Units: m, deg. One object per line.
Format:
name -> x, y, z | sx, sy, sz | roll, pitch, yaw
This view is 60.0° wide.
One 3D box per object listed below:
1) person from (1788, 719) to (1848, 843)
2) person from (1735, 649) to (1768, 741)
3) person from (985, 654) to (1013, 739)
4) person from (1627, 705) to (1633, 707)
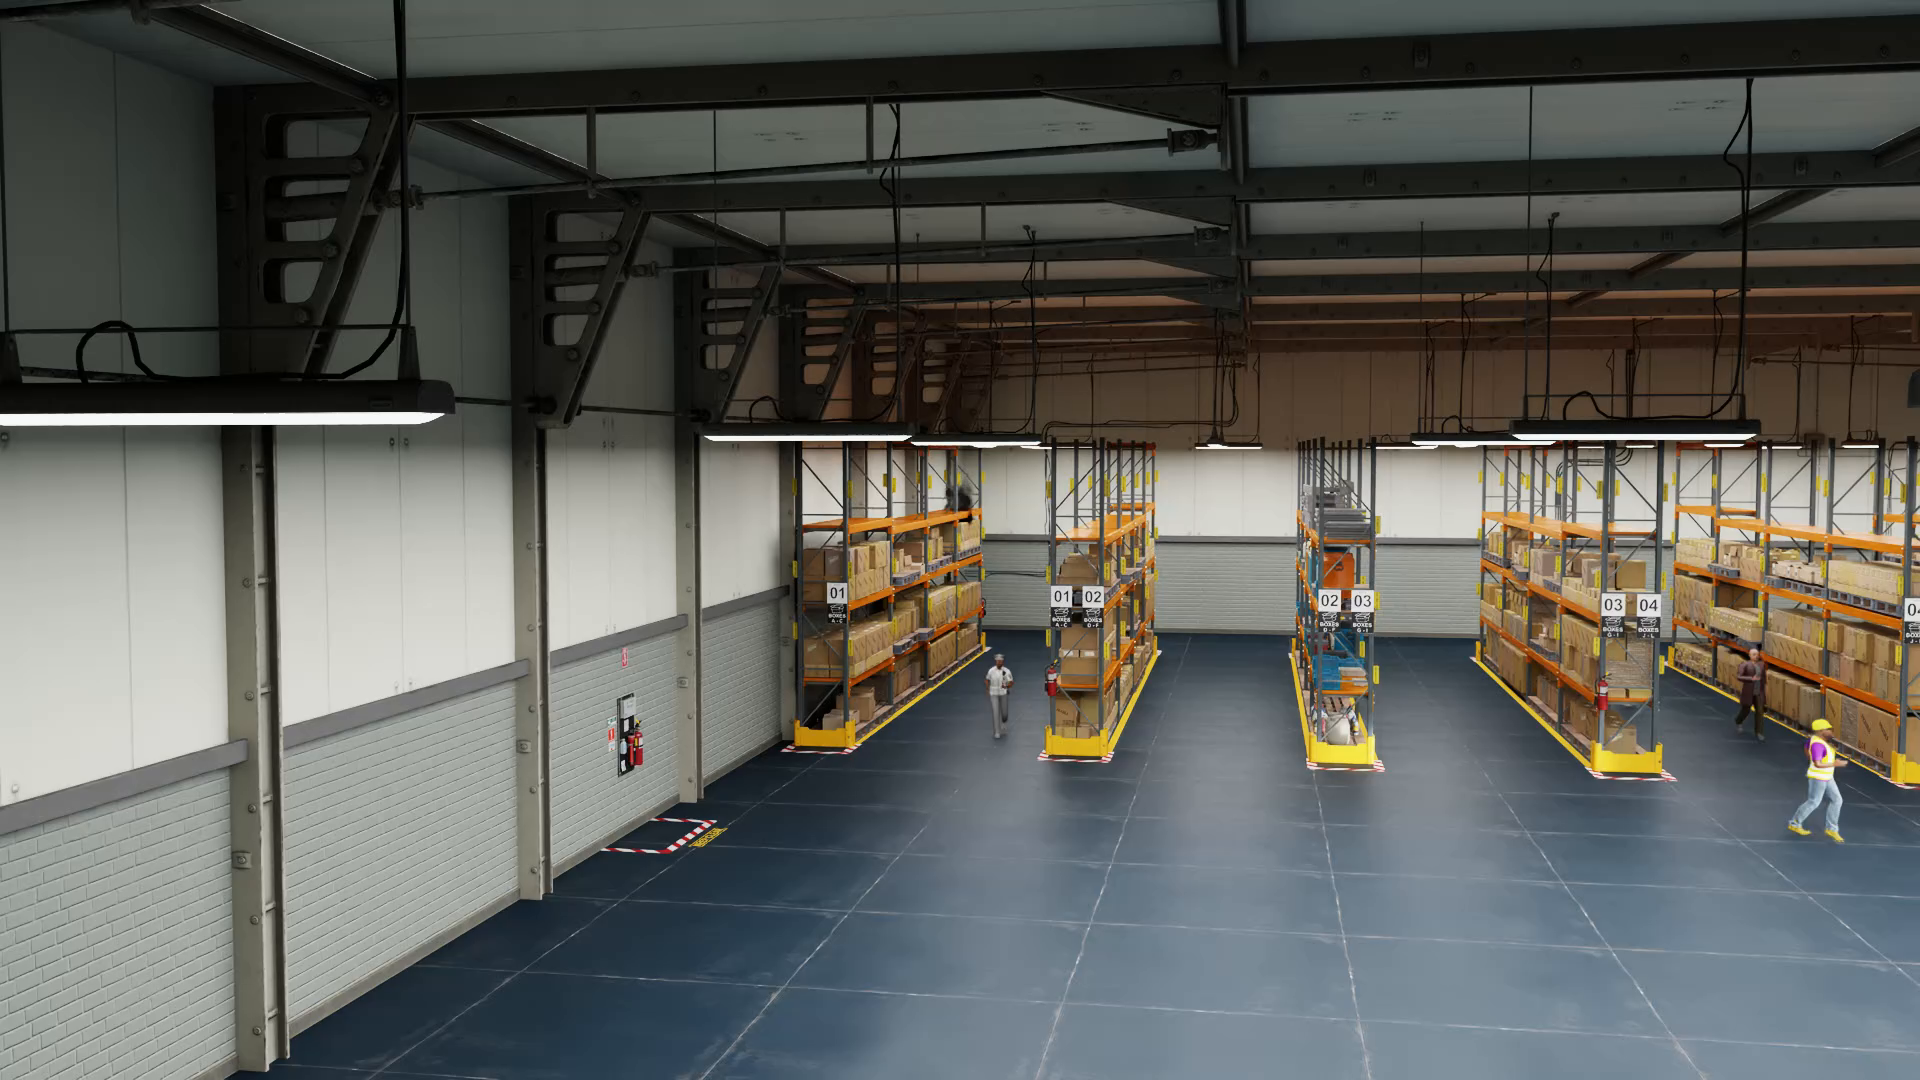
person -> 12.653, 3.547, 24.484 | 0.782, 1.830, 0.676 | 3, 4, 40
person -> 15.787, 3.045, 33.153 | 0.703, 1.764, 1.059 | 0, 3, 0
person -> 0.771, 3.114, 33.446 | 0.570, 1.667, 0.774 | 0, 3, 4
person -> 15.119, 2.827, 37.557 | 0.701, 1.780, 0.913 | 0, 3, 8
